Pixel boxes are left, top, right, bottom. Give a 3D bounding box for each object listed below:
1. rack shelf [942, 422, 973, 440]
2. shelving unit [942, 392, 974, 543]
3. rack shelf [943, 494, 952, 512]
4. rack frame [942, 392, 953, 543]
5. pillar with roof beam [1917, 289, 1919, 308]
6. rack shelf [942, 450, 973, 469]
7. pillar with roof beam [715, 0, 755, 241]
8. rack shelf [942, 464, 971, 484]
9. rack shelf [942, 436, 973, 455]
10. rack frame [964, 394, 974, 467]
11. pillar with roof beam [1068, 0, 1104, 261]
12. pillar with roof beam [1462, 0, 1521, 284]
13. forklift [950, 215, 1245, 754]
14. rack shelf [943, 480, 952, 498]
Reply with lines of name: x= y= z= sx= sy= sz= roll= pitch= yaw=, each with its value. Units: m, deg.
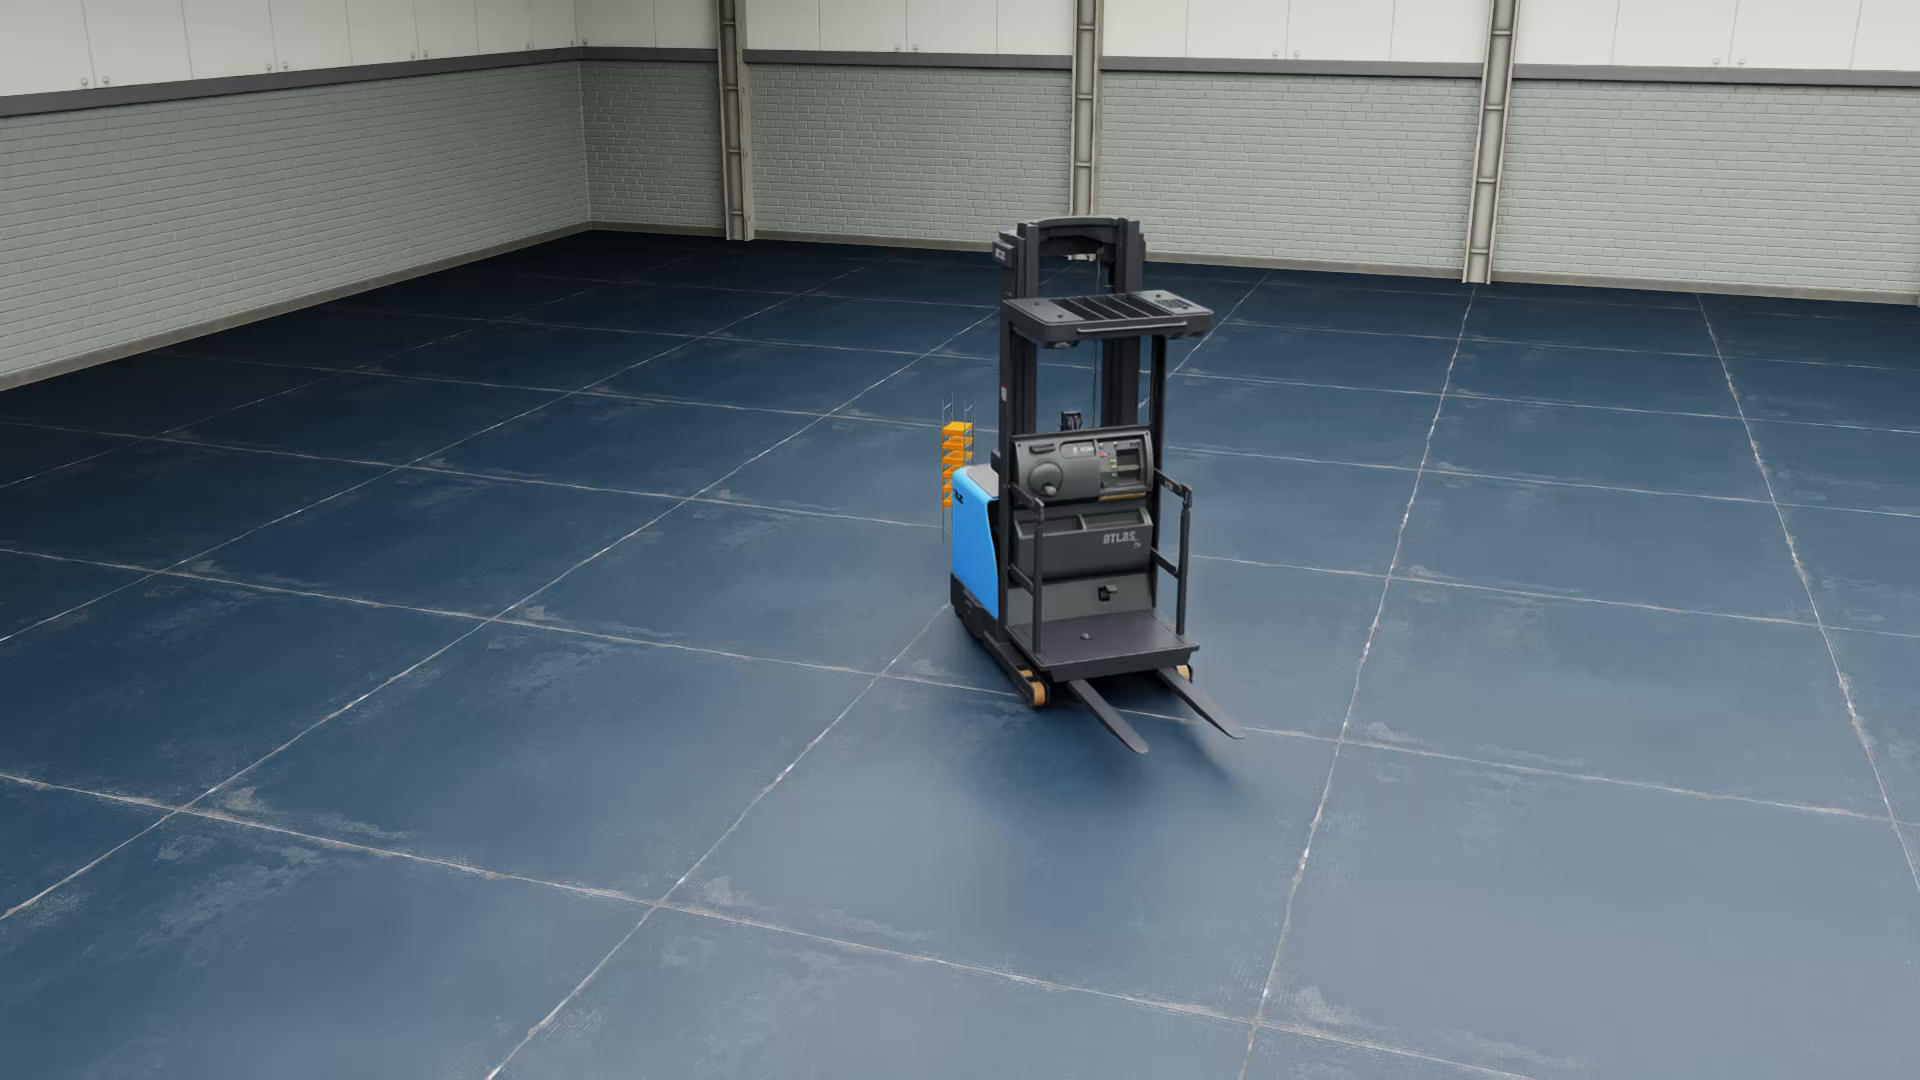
rack shelf: x=-0.014 y=-0.866 z=13.279 sx=0.180 sy=0.103 sz=0.258 roll=7 pitch=20 yaw=18
shelving unit: x=-0.014 y=-0.568 z=13.383 sx=0.189 sy=1.200 sz=0.258 roll=7 pitch=20 yaw=18
rack shelf: x=-0.014 y=-0.300 z=13.477 sx=0.180 sy=0.103 sz=0.258 roll=7 pitch=20 yaw=18
rack frame: x=-0.100 y=-0.578 z=13.412 sx=0.006 sy=1.200 sz=0.240 roll=7 pitch=20 yaw=18
pillar with roof beam: x=11.868 y=-6.074 z=17.330 sx=0.400 sy=9.000 sz=9.100 roll=7 pitch=20 yaw=18
rack shelf: x=-0.014 y=-0.639 z=13.358 sx=0.180 sy=0.103 sz=0.258 roll=7 pitch=20 yaw=18
pillar with roof beam: x=-5.135 y=-8.018 z=22.908 sx=0.400 sy=9.000 sz=9.100 roll=7 pitch=20 yaw=18
rack shelf: x=-0.014 y=-0.526 z=13.398 sx=0.180 sy=0.103 sz=0.258 roll=7 pitch=20 yaw=18
rack shelf: x=-0.014 y=-0.753 z=13.319 sx=0.180 sy=0.103 sz=0.258 roll=7 pitch=20 yaw=18
rack frame: x=0.073 y=-0.558 z=13.355 sx=0.006 sy=1.200 sz=0.240 roll=7 pitch=20 yaw=18
pillar with roof beam: x=0.533 y=-7.370 z=21.049 sx=0.400 sy=9.000 sz=9.100 roll=7 pitch=20 yaw=18
pillar with roof beam: x=6.201 y=-6.722 z=19.189 sx=0.400 sy=9.000 sz=9.100 roll=7 pitch=20 yaw=18
forklift: x=0.868 y=-0.471 z=10.476 sx=1.130 sy=2.935 sz=3.031 roll=-6 pitch=20 yaw=-17
rack shelf: x=-0.014 y=-0.413 z=13.437 sx=0.180 sy=0.103 sz=0.258 roll=7 pitch=20 yaw=18
